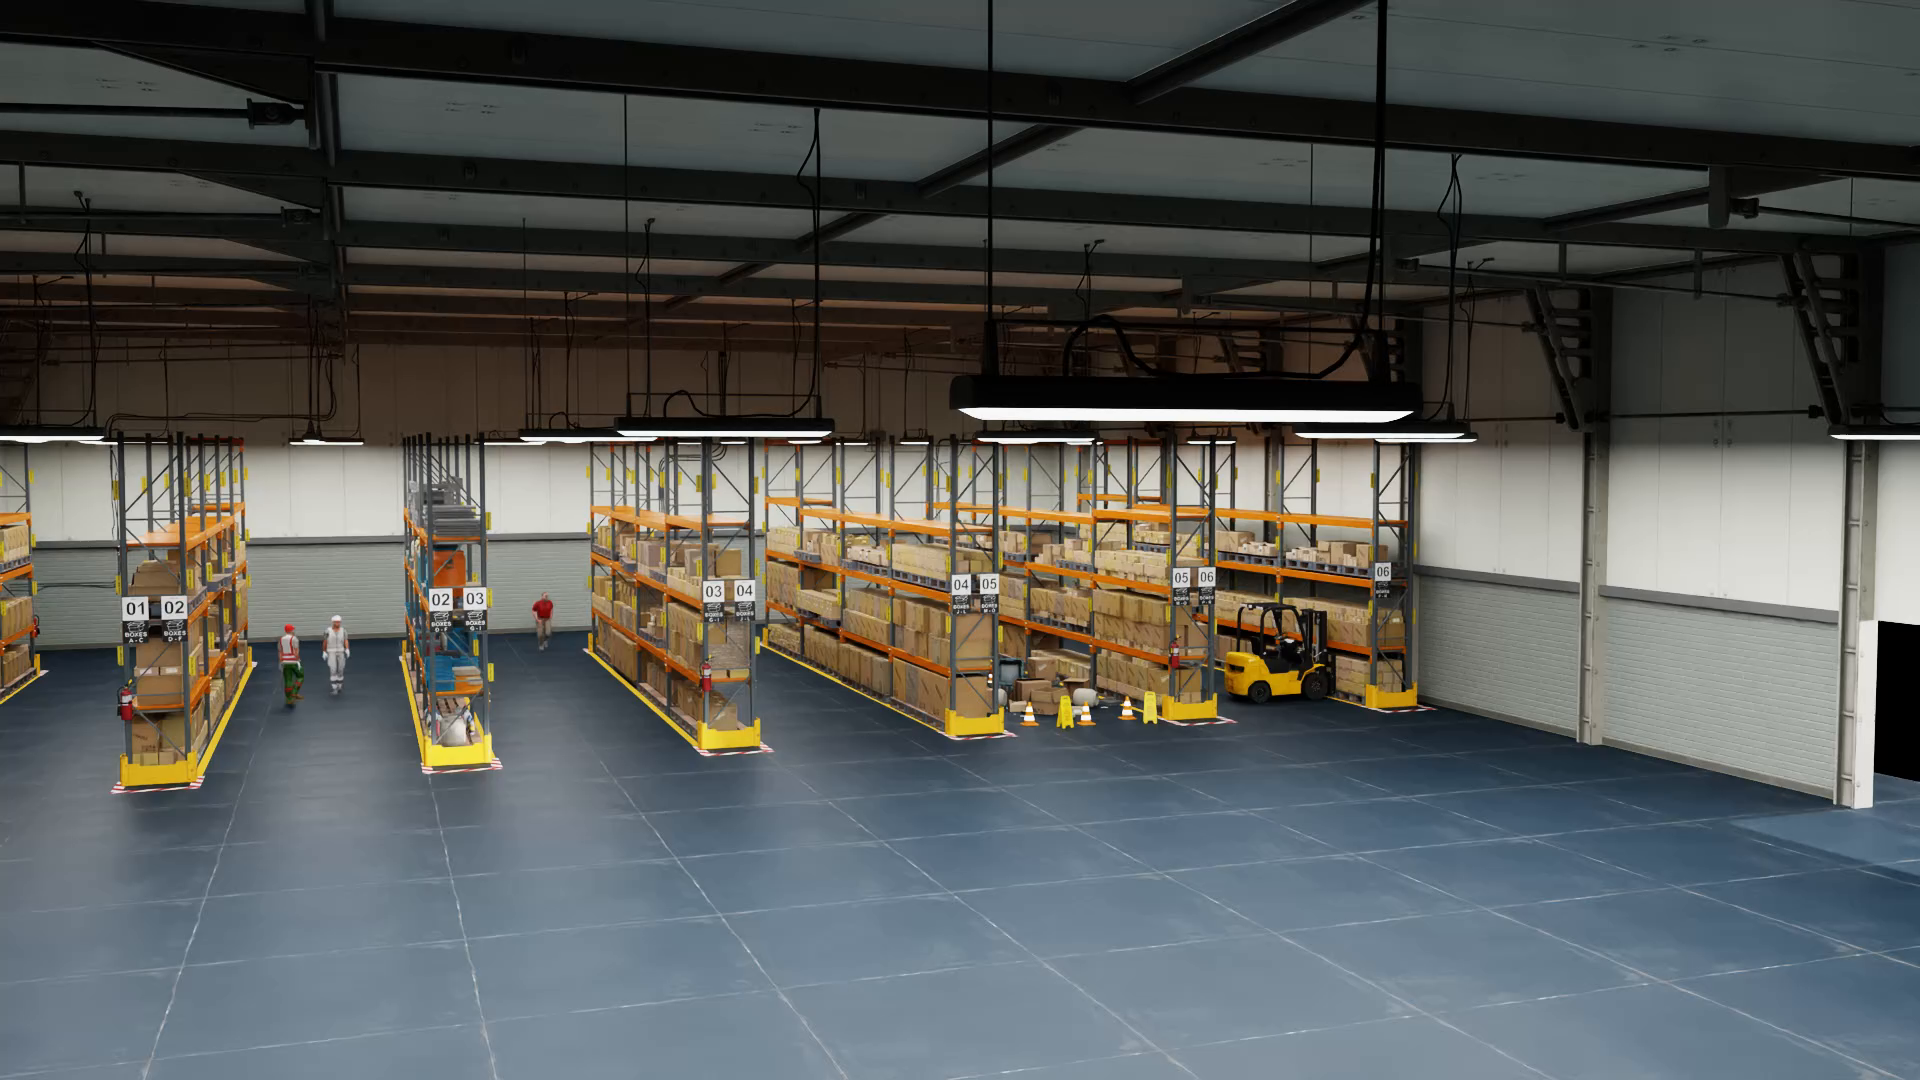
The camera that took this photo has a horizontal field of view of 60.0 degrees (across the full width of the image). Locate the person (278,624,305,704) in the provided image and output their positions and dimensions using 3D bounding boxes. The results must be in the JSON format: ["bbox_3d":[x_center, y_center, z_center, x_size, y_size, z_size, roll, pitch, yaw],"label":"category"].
[{"bbox_3d":[-14.980,2.764,37.188,0.570,1.779,0.508,0,3,-2],"label":"person"}]

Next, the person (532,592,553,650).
[{"bbox_3d":[-11.815,2.295,47.079,0.609,1.649,0.577,-1,3,-23],"label":"person"}]

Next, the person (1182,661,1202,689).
[{"bbox_3d":[5.542,2.750,39.733,0.588,1.559,0.721,-1,3,-19],"label":"person"}]

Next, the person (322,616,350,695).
[{"bbox_3d":[-14.559,2.683,38.905,0.563,1.805,0.670,-2,4,-36],"label":"person"}]
